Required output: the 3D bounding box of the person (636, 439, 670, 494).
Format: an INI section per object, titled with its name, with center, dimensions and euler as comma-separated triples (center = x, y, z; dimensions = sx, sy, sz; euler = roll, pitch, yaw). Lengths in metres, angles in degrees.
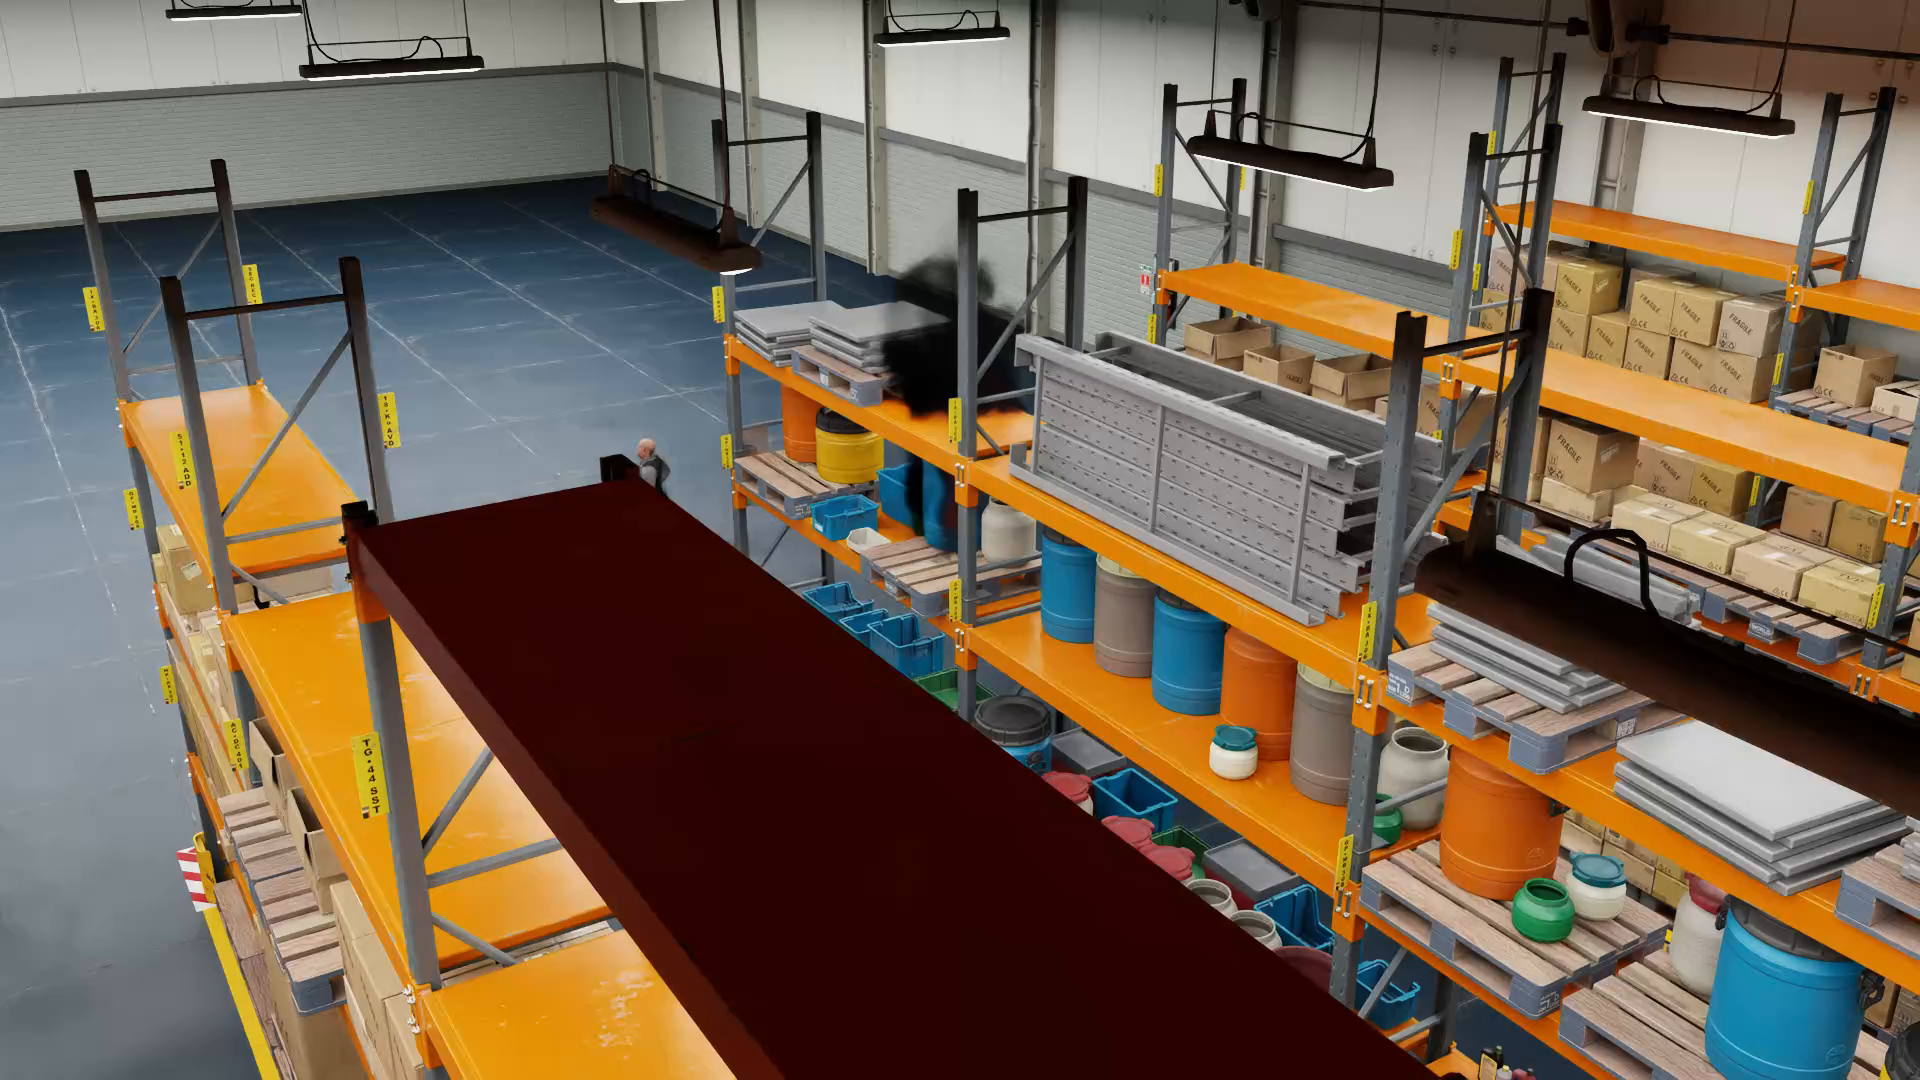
[person]
center = -3.714, -0.369, 20.031
dimensions = 0.707, 1.782, 0.647
euler = -3, 22, -7
